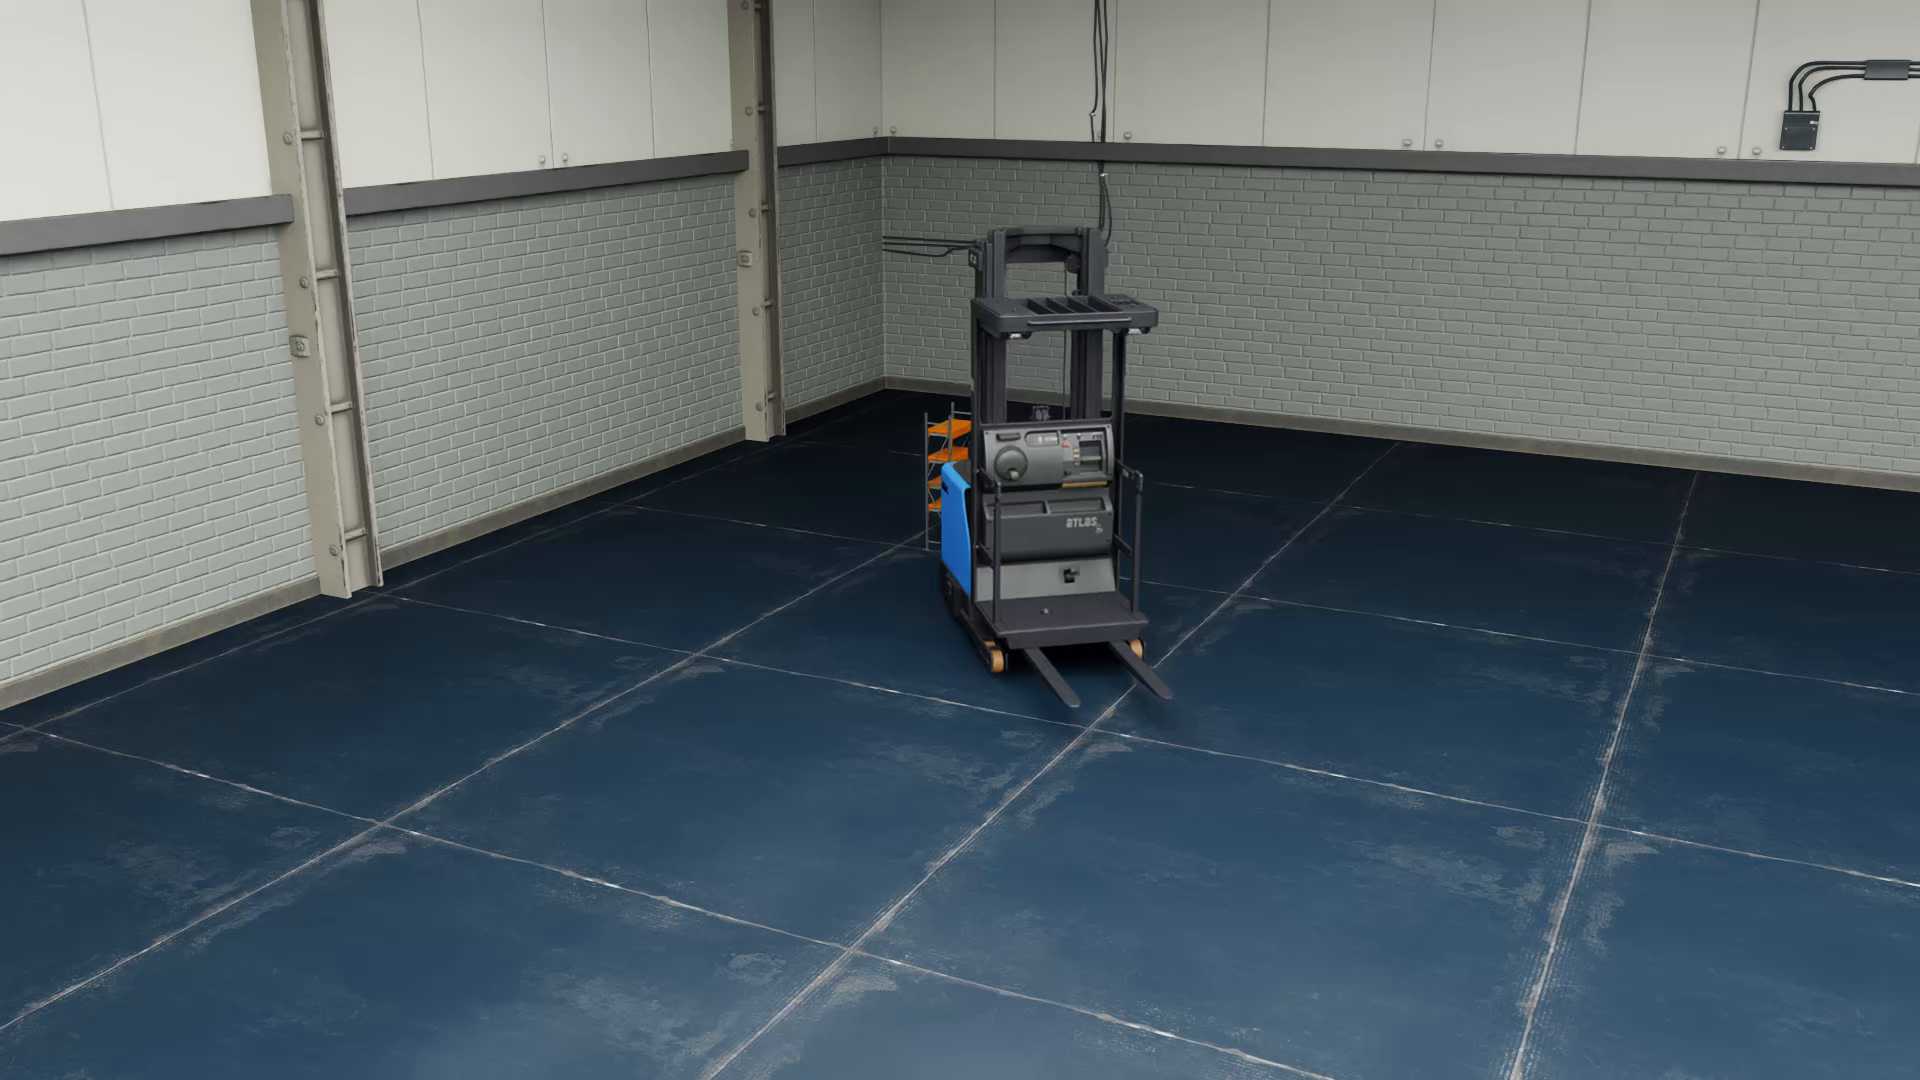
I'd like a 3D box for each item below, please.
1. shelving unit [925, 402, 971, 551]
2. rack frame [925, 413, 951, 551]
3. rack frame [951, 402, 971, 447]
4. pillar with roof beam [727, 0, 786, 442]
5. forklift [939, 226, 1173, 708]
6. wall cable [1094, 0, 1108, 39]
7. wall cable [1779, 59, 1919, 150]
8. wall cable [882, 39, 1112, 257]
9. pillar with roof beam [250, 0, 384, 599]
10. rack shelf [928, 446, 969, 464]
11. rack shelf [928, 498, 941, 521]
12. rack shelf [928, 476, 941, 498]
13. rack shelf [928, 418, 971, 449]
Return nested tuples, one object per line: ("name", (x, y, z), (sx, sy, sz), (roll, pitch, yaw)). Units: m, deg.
("shelving unit", (-0.074, -0.533, 14.212), (0.258, 1.200, 0.503), (8, 18, 25))
("rack frame", (-0.183, -0.471, 14.002), (0.240, 1.200, 0.015), (8, 18, 25))
("rack frame", (0.035, -0.595, 14.421), (0.240, 1.200, 0.015), (8, 18, 25))
("pillar with roof beam", (1.695, -4.906, 15.237), (9.100, 9.000, 0.400), (8, 18, 25))
("forklift", (0.670, -0.602, 11.405), (1.130, 2.935, 3.031), (-4, 17, -12))
("wall cable", (2.763, -6.624, 17.606), (3.097, 2.526, 0.112), (8, 18, 25))
("wall cable", (8.829, -6.454, 14.477), (2.305, 6.003, 0.169), (8, 18, 25))
("wall cable", (0.343, -4.547, 19.484), (3.097, 2.526, 0.112), (8, 18, 25))
("pillar with roof beam", (-0.986, -3.378, 10.092), (9.100, 9.000, 0.400), (8, 18, 25))
("rack shelf", (-0.074, -0.683, 14.167), (0.258, 0.148, 0.480), (8, 18, 25))
("rack shelf", (-0.074, -0.278, 14.287), (0.258, 0.148, 0.480), (8, 18, 25))
("rack shelf", (-0.074, -0.469, 14.231), (0.258, 0.148, 0.480), (8, 18, 25))
("rack shelf", (-0.074, -0.910, 14.100), (0.258, 0.148, 0.480), (8, 18, 25))
